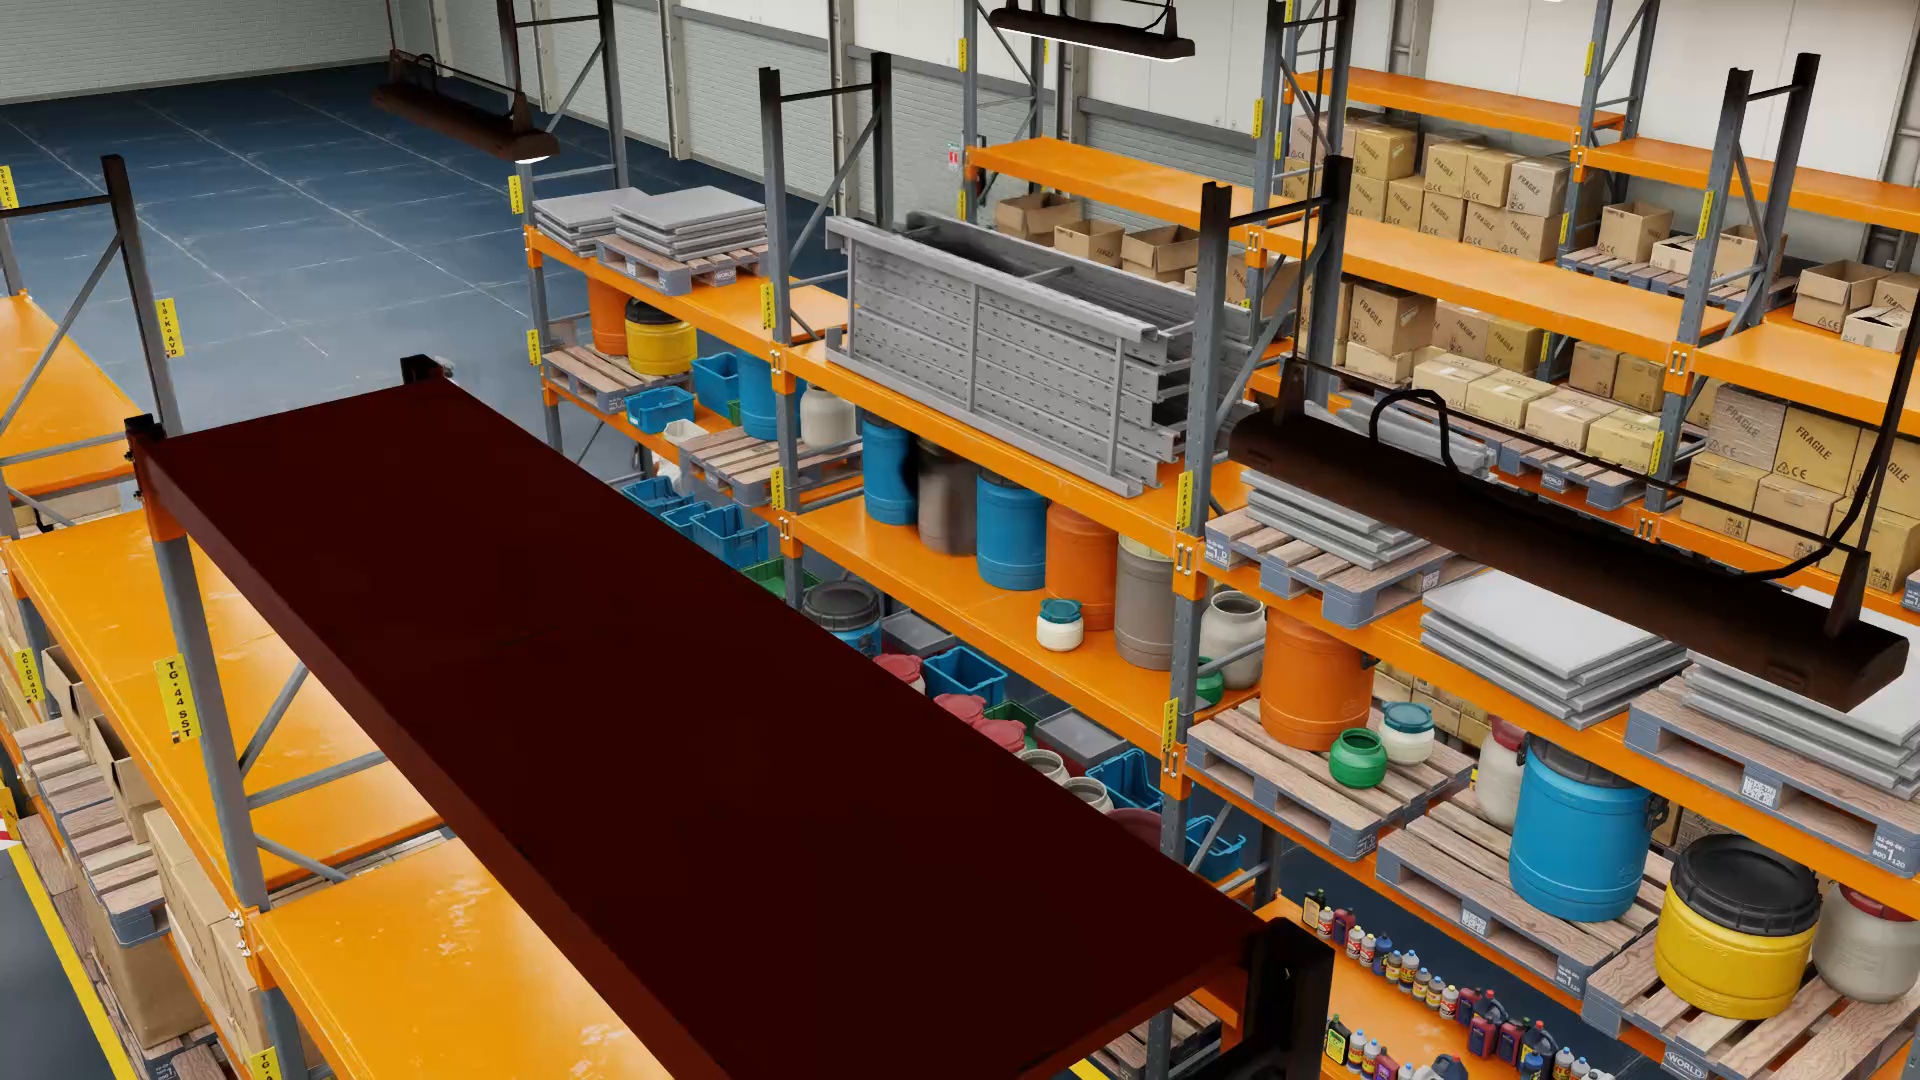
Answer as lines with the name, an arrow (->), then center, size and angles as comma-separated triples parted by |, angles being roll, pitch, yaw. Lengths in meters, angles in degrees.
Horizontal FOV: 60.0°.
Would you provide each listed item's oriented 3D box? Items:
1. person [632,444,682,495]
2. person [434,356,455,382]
person -> -3.206, -0.590, 17.649 | 0.657, 1.683, 0.630 | 15, 30, 28
person -> -5.846, -1.261, 18.981 | 0.733, 1.728, 0.618 | -2, 26, -4
